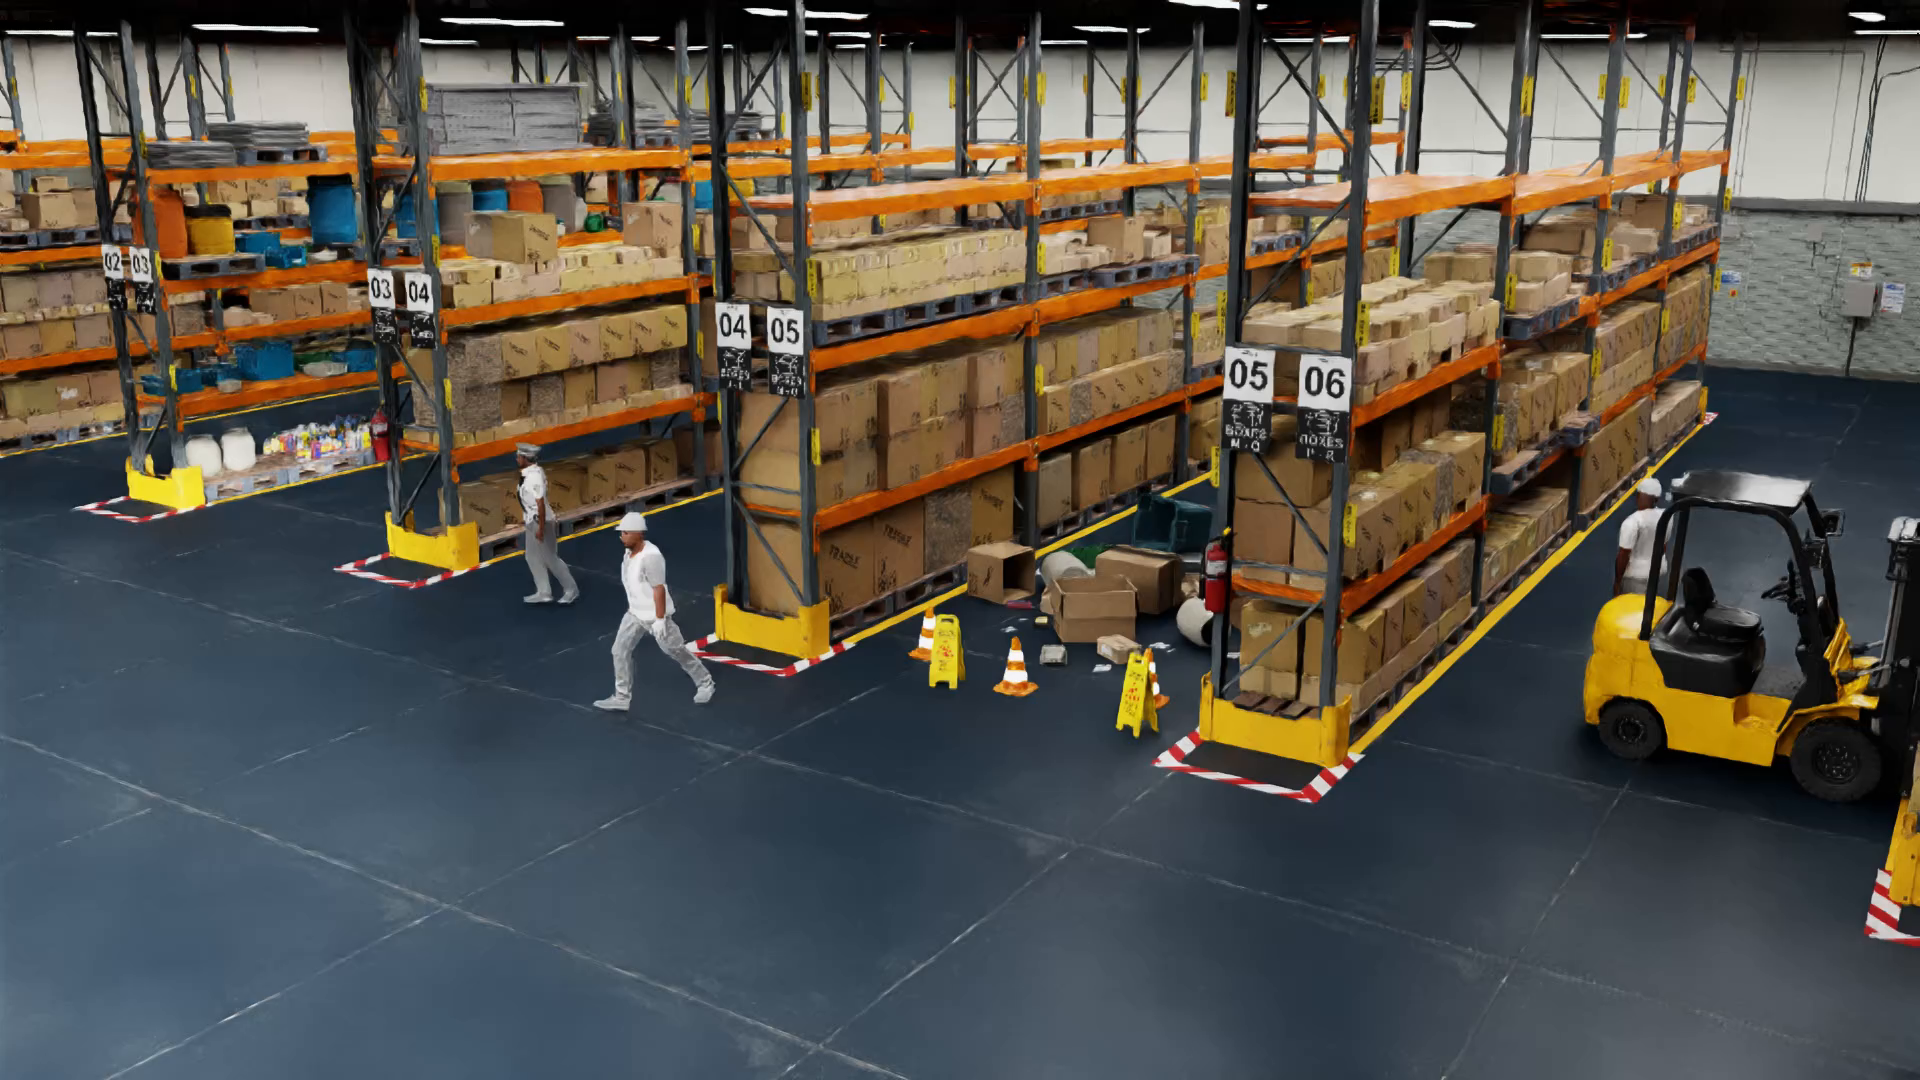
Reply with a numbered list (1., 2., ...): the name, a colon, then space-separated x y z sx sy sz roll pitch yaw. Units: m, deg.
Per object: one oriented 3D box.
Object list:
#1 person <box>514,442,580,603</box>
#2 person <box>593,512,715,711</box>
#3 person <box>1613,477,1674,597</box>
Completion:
1. person: -4.170 -0.173 16.769 0.548 1.660 0.510 -6 17 -20
2. person: -2.571 0.594 13.890 0.984 1.730 0.607 -11 19 -35
3. person: 6.000 0.299 14.799 0.625 1.765 0.497 -8 17 -27
